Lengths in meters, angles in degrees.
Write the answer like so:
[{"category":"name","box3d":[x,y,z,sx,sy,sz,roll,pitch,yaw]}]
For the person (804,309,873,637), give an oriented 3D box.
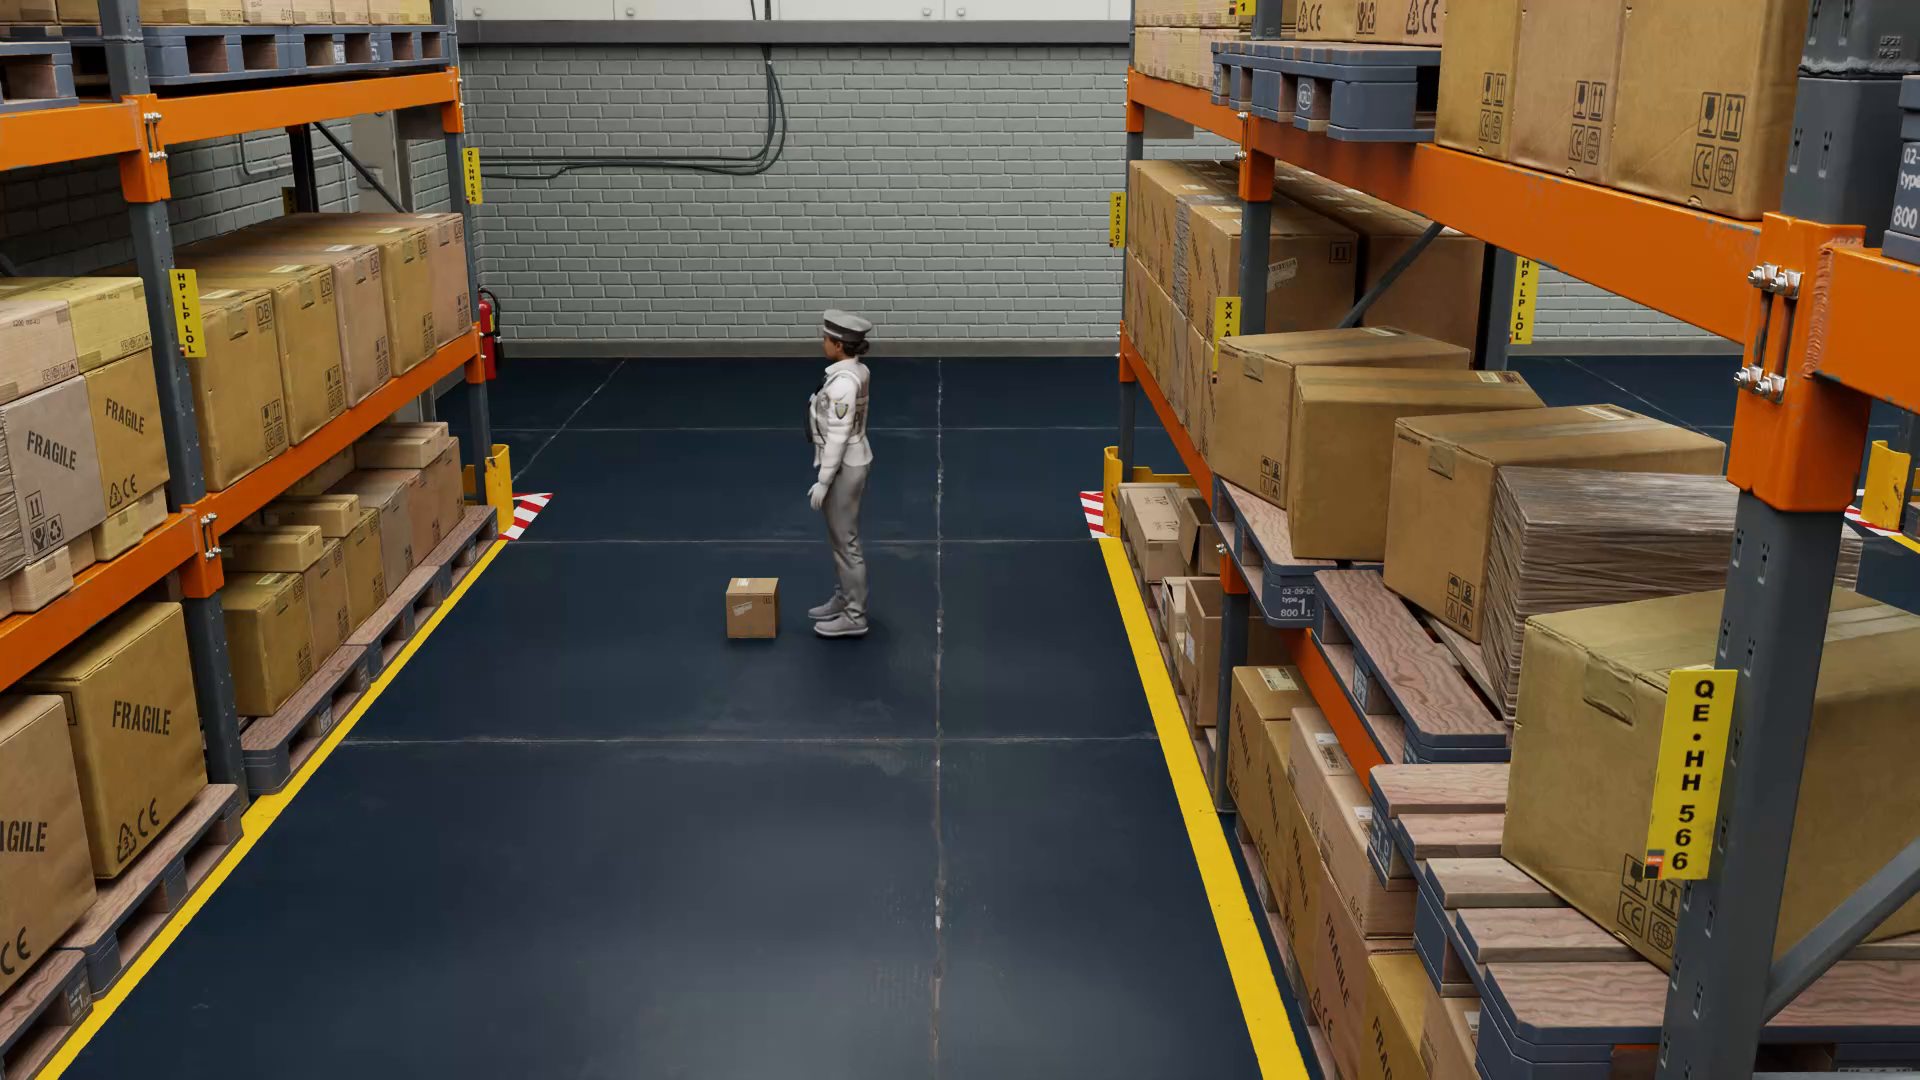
[{"category":"person","box3d":[-0.641,-0.338,8.573,0.400,1.711,0.500,1,17,4]}]
